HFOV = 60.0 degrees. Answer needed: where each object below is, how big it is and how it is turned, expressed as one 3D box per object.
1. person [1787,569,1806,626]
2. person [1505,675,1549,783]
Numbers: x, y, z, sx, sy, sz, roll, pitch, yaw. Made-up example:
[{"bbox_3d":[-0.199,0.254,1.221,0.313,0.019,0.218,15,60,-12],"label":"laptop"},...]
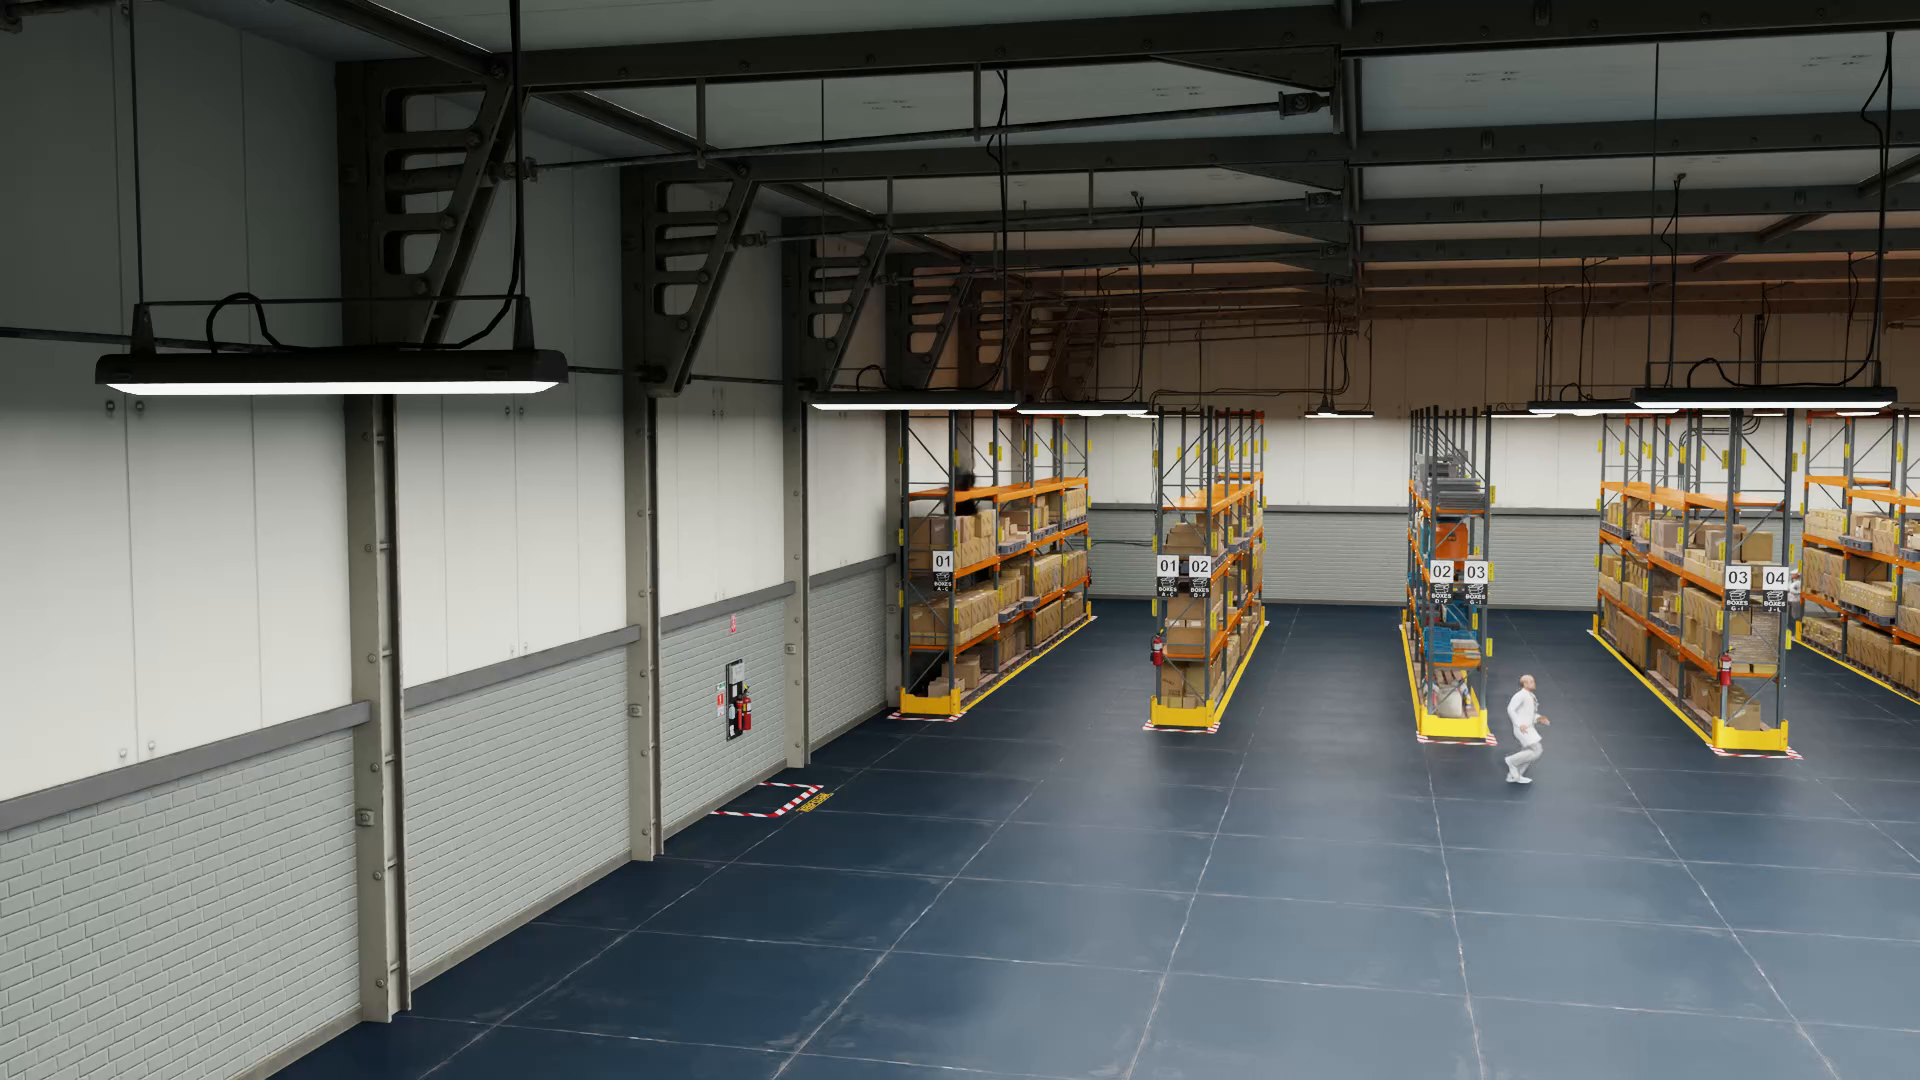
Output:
[{"bbox_3d":[22.141,1.636,44.335,0.959,1.742,0.535,-1,4,-8],"label":"person"},{"bbox_3d":[8.944,2.983,26.206,0.627,1.717,0.650,2,5,31],"label":"person"}]
